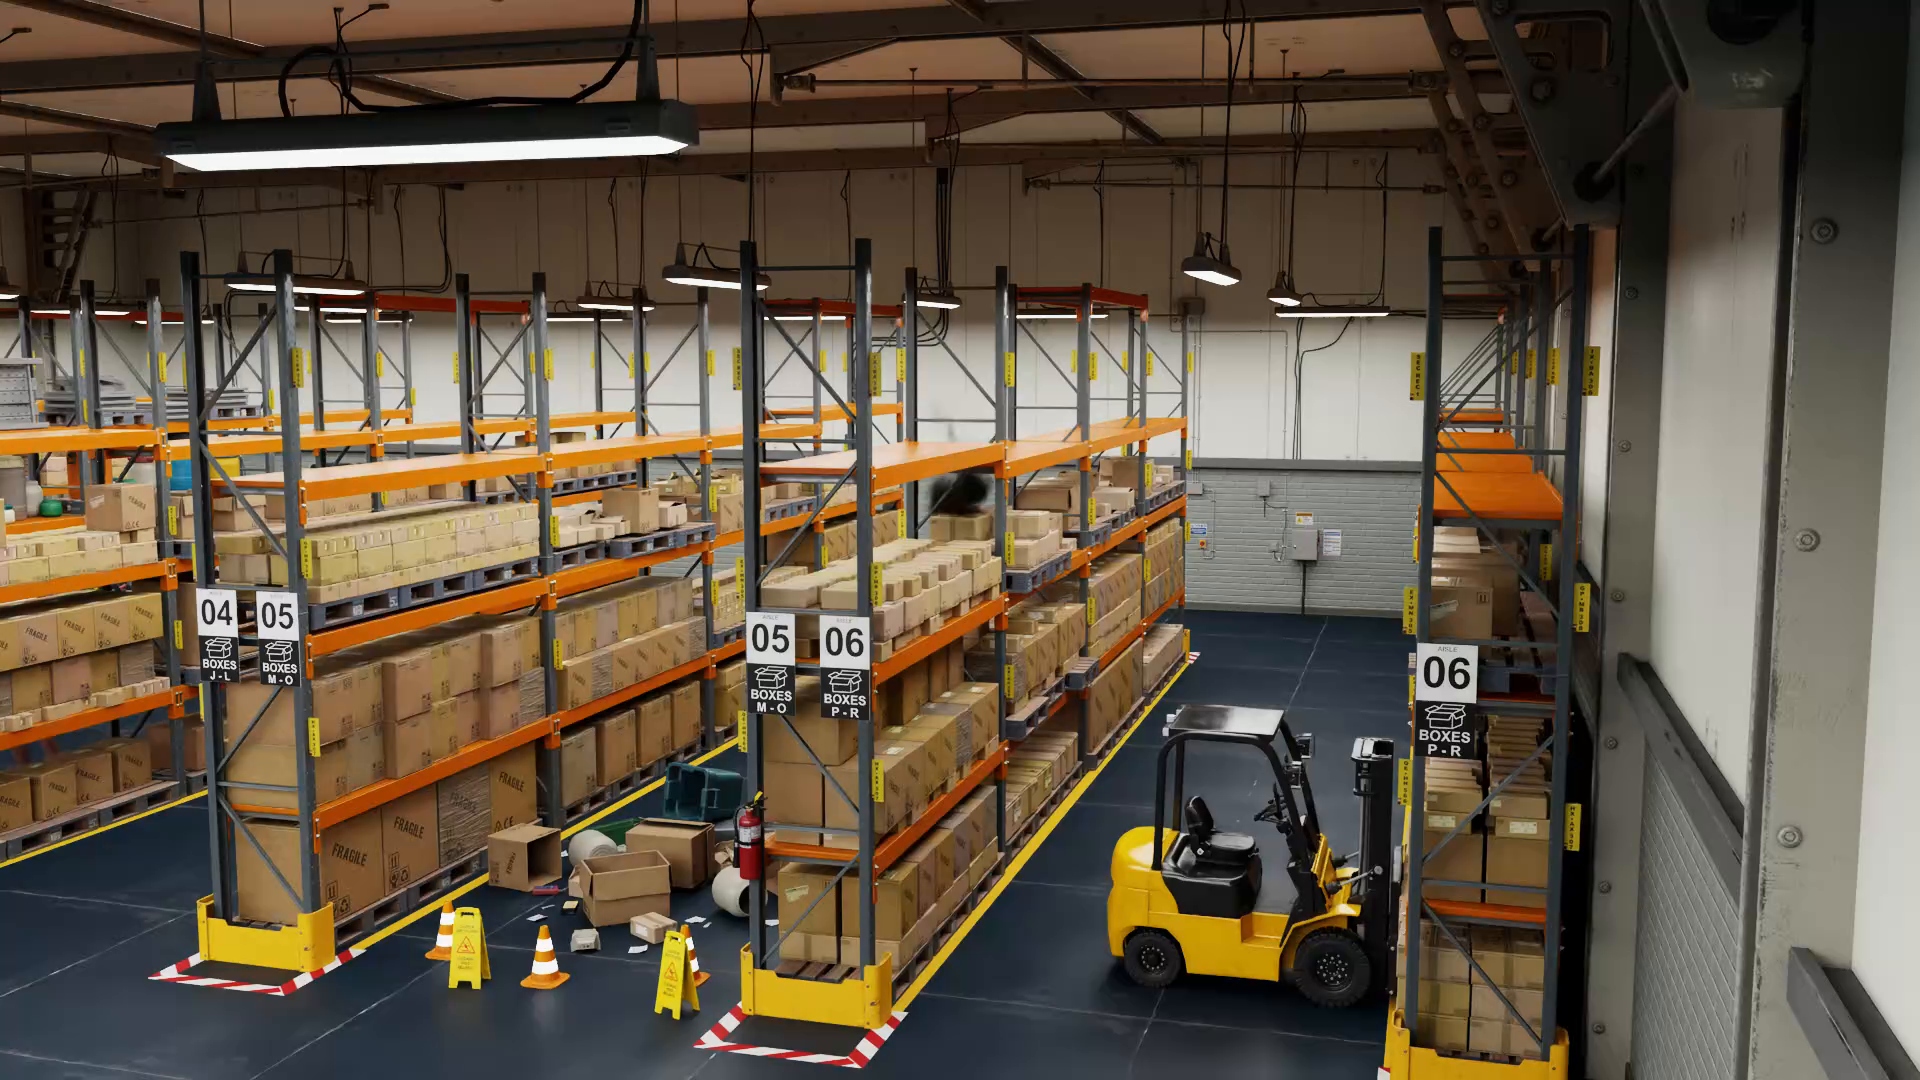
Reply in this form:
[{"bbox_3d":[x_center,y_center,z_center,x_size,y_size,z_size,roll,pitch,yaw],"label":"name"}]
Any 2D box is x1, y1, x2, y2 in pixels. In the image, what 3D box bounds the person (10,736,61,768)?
[{"bbox_3d":[-11.051,2.114,19.904,0.543,1.720,0.723,1,6,10],"label":"person"}]
